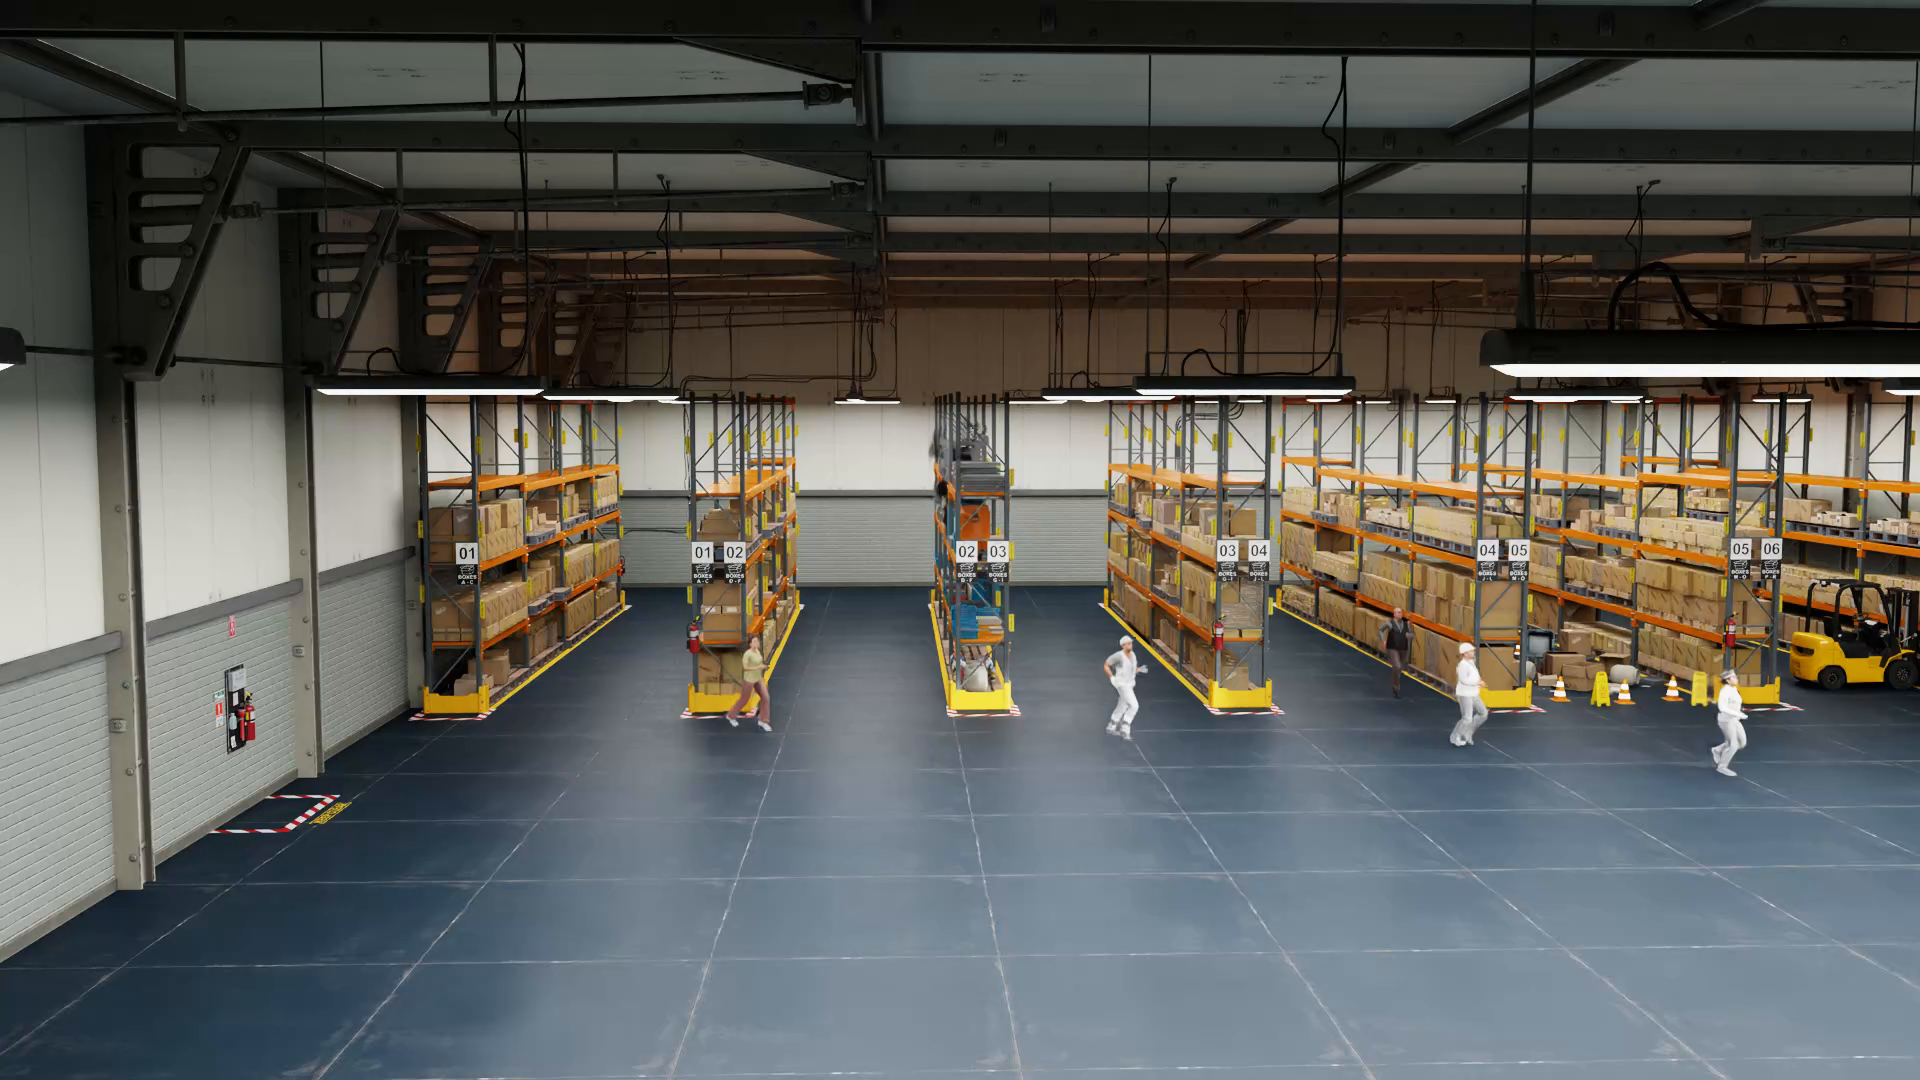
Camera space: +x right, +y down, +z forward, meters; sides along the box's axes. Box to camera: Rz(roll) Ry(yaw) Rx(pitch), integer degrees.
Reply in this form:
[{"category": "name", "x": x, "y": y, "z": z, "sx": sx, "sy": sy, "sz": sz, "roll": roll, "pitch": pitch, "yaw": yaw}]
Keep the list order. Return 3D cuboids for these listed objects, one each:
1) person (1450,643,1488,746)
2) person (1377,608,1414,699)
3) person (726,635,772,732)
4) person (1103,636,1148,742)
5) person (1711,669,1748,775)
[{"category": "person", "x": 8.552, "y": 2.604, "z": 27.917, "sx": 0.615, "sy": 1.765, "sz": 0.717, "roll": 3, "pitch": 5, "yaw": 33}, {"category": "person", "x": 8.659, "y": 2.225, "z": 32.950, "sx": 0.631, "sy": 1.783, "sz": 0.779, "roll": -1, "pitch": 5, "yaw": -15}, {"category": "person", "x": -3.728, "y": 2.528, "z": 29.496, "sx": 0.899, "sy": 1.709, "sz": 0.584, "roll": 3, "pitch": 5, "yaw": 33}, {"category": "person", "x": 2.865, "y": 2.556, "z": 28.614, "sx": 0.748, "sy": 1.835, "sz": 0.616, "roll": 3, "pitch": 6, "yaw": 36}, {"category": "person", "x": 11.989, "y": 2.824, "z": 25.893, "sx": 0.561, "sy": 1.665, "sz": 0.658, "roll": 4, "pitch": 6, "yaw": 41}]
